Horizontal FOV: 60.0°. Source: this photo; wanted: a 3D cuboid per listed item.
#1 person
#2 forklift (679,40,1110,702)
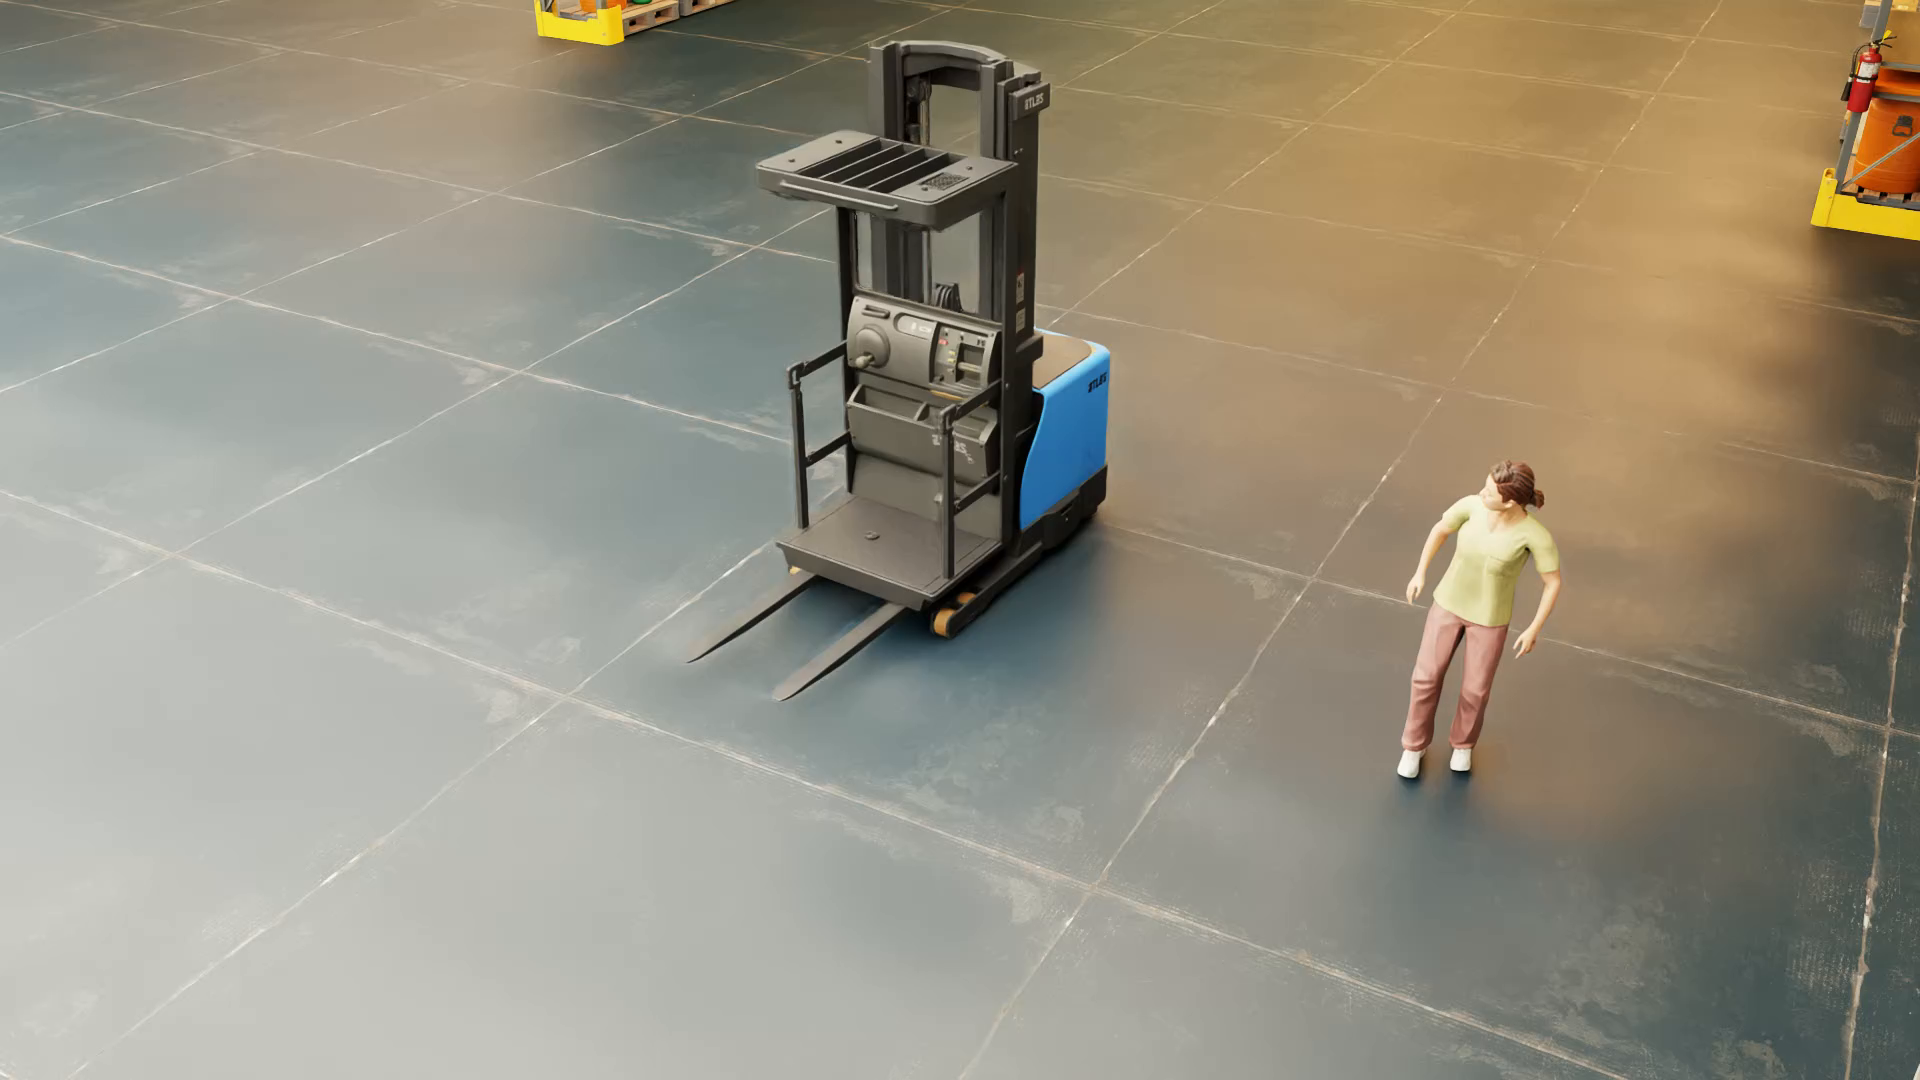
[{"bbox_3d":[2.373,0.376,7.699,0.665,1.655,0.494,17,34,27],"label":"person"},{"bbox_3d":[-0.328,-1.006,8.814,1.130,2.935,3.031,18,35,29],"label":"forklift"}]
